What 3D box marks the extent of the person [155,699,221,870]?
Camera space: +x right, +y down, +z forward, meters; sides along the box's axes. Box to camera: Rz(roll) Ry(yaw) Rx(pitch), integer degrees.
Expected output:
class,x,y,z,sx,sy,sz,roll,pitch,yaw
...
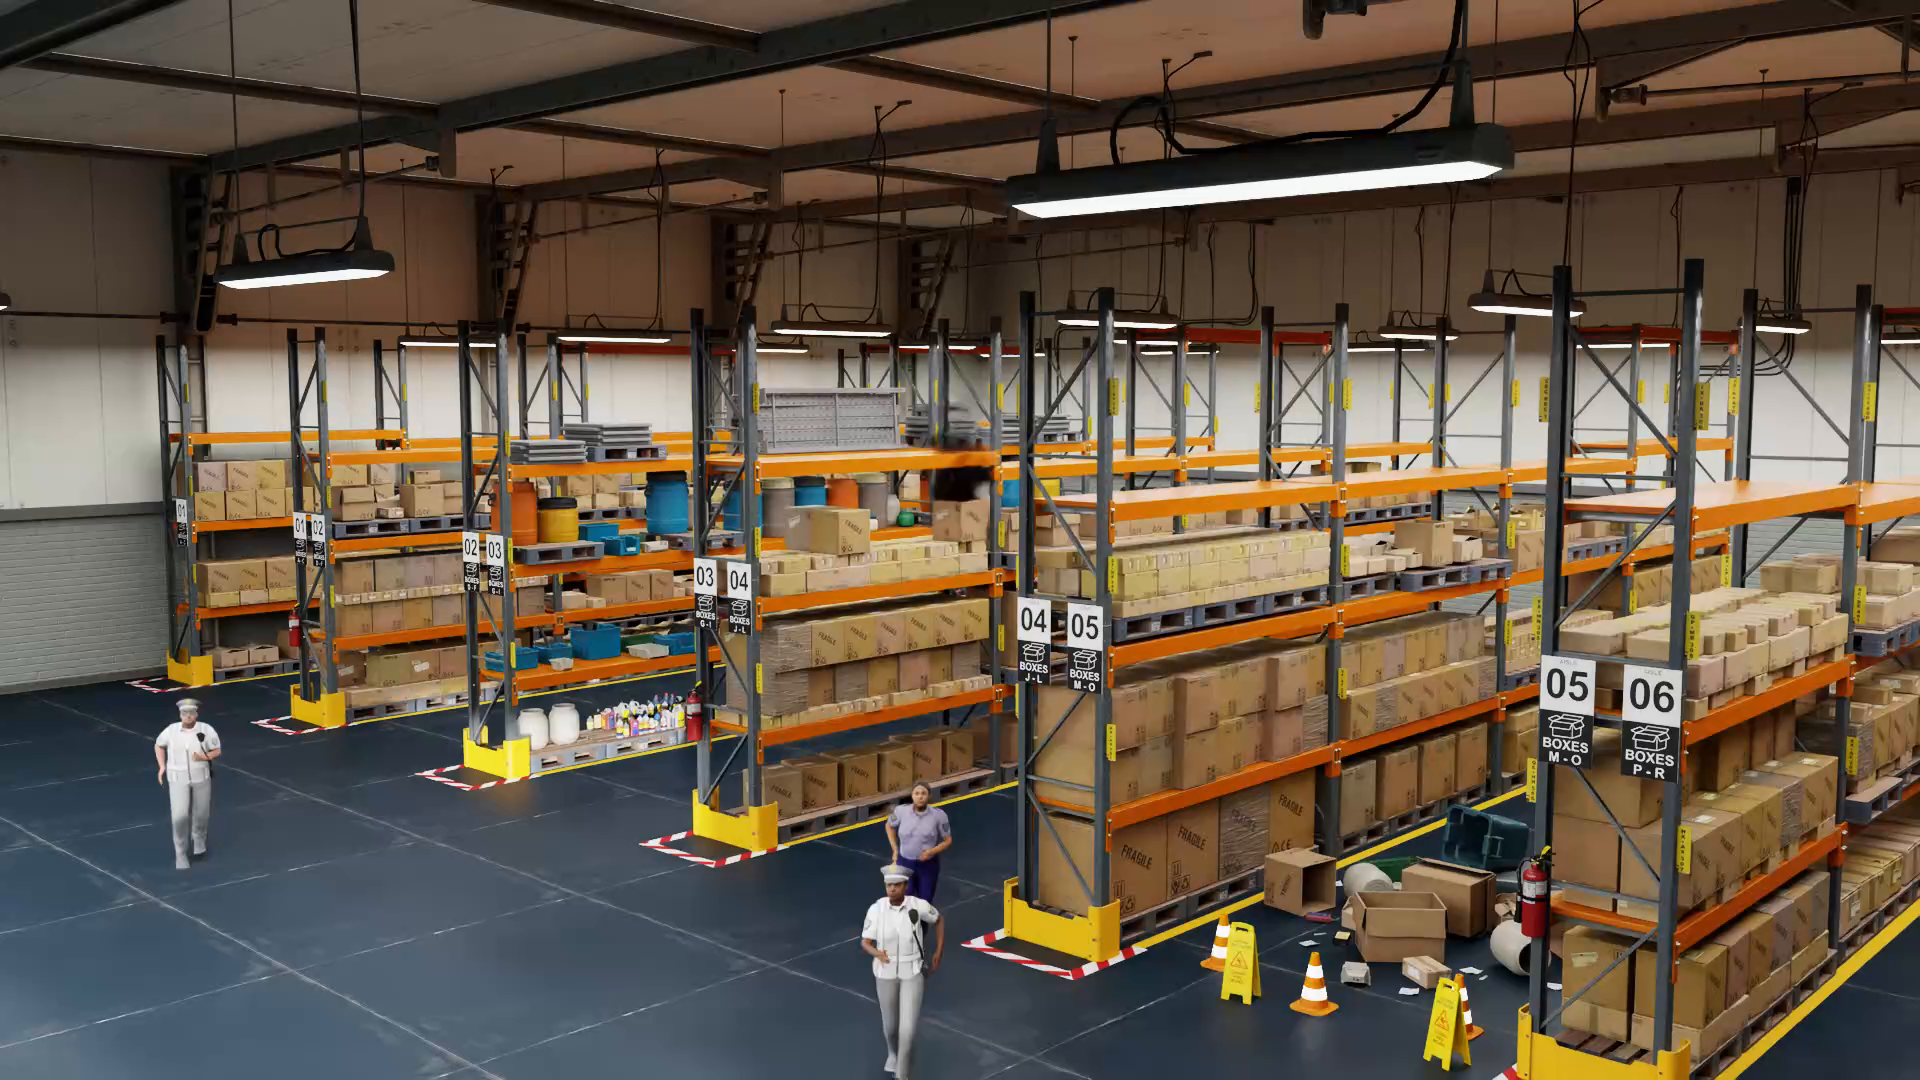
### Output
class,x,y,z,sx,sy,sz,roll,pitch,yaw
person,-8.286,2.615,17.898,0.631,1.850,0.768,-3,6,-28

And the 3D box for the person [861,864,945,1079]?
class,x,y,z,sx,sy,sz,roll,pitch,yaw
person,-0.427,3.205,12.147,0.582,1.736,0.779,1,5,7

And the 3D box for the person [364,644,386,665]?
class,x,y,z,sx,sy,sz,roll,pitch,yaw
person,-9.717,1.750,27.888,0.503,1.644,0.710,3,6,32

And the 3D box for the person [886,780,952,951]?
class,x,y,z,sx,sy,sz,roll,pitch,yaw
person,-0.369,2.982,14.887,0.588,1.696,0.615,0,5,-3
